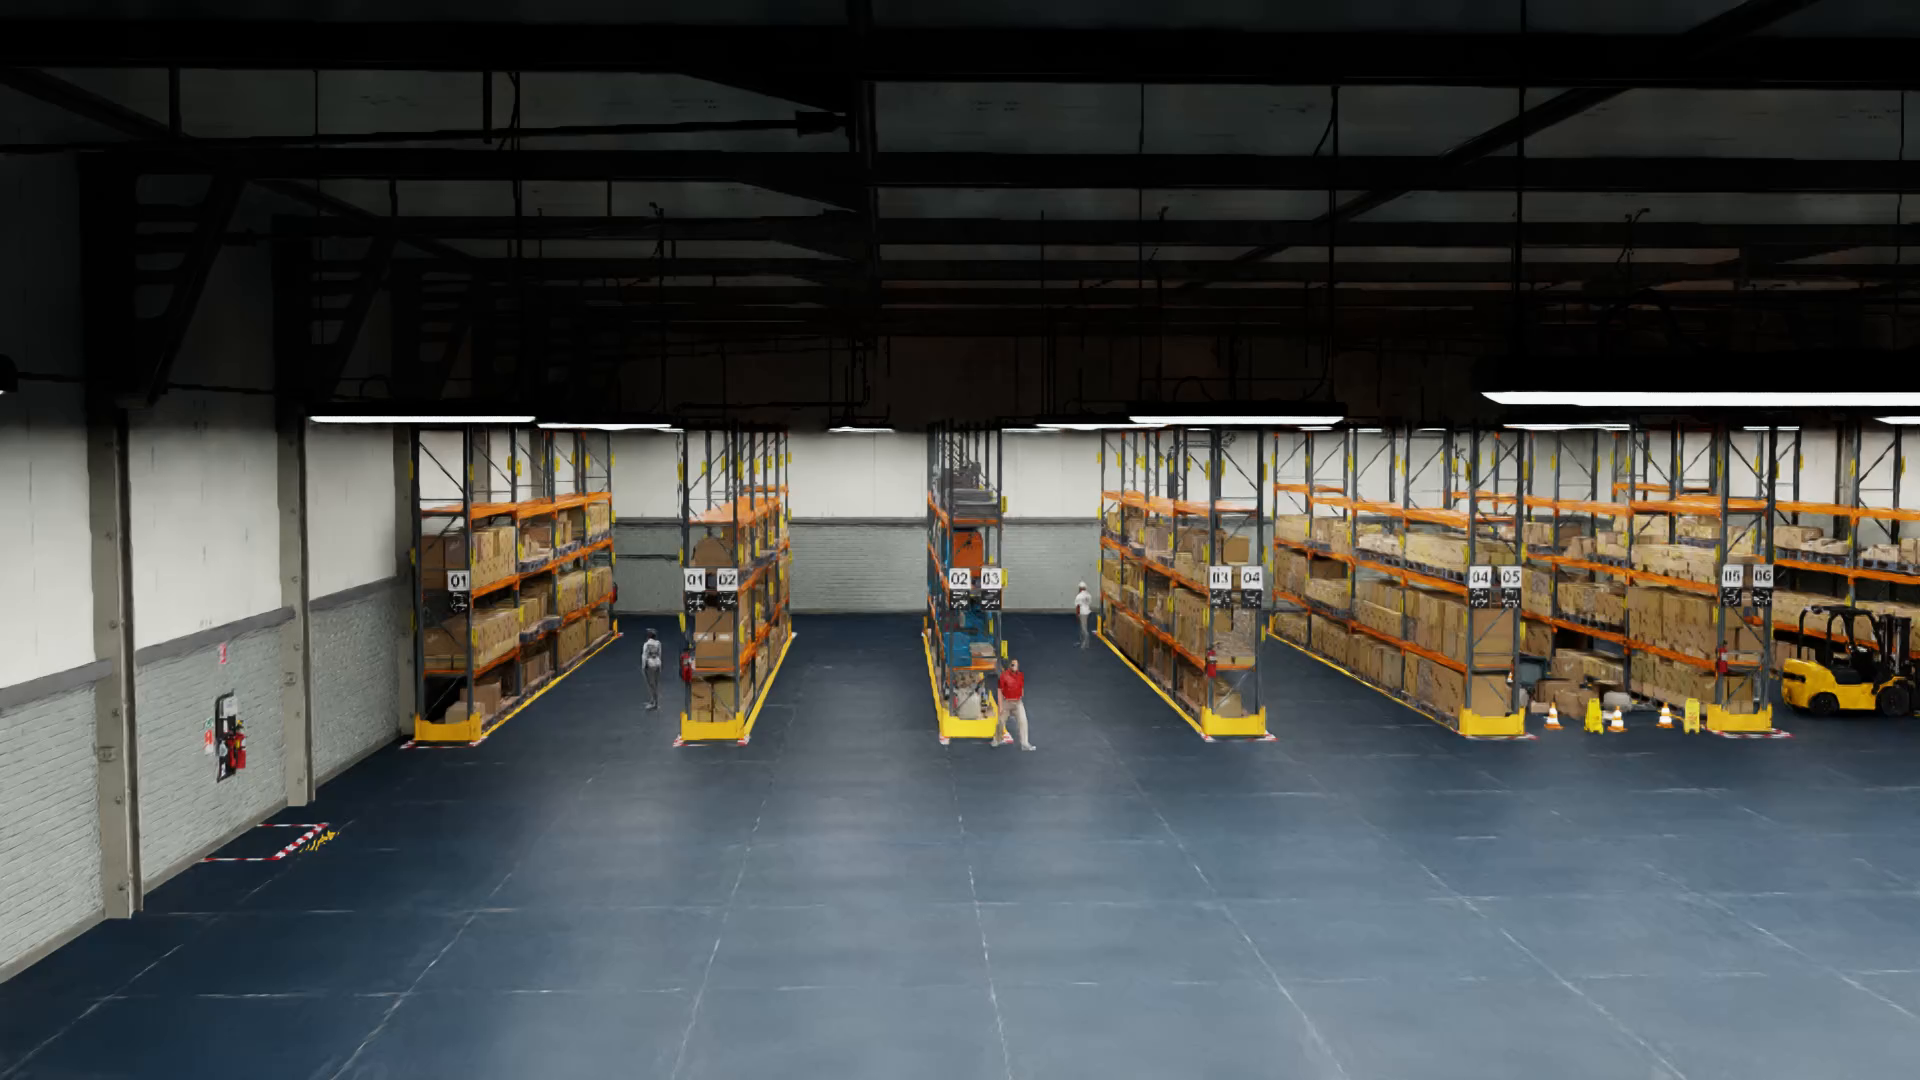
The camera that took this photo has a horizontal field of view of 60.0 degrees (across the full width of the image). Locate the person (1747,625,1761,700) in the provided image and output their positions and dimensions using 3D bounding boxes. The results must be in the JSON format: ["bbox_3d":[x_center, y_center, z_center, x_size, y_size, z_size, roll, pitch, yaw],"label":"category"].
[{"bbox_3d":[17.000,2.625,35.723,0.454,1.599,0.464,2,4,27],"label":"person"}]

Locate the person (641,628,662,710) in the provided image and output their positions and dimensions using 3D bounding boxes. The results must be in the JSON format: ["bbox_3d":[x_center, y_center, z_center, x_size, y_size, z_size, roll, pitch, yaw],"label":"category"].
[{"bbox_3d":[-6.419,2.662,34.568,0.544,1.667,0.573,2,4,30],"label":"person"}]

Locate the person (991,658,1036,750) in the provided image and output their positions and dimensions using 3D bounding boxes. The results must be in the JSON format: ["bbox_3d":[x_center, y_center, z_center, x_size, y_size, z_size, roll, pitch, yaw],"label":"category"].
[{"bbox_3d":[0.938,2.958,30.142,0.586,1.679,0.974,-2,4,-26],"label":"person"}]

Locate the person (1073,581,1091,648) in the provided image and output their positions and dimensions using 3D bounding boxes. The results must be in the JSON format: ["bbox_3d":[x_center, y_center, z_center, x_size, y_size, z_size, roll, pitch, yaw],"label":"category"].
[{"bbox_3d":[3.253,1.979,44.469,0.580,1.763,0.673,2,4,28],"label":"person"}]
